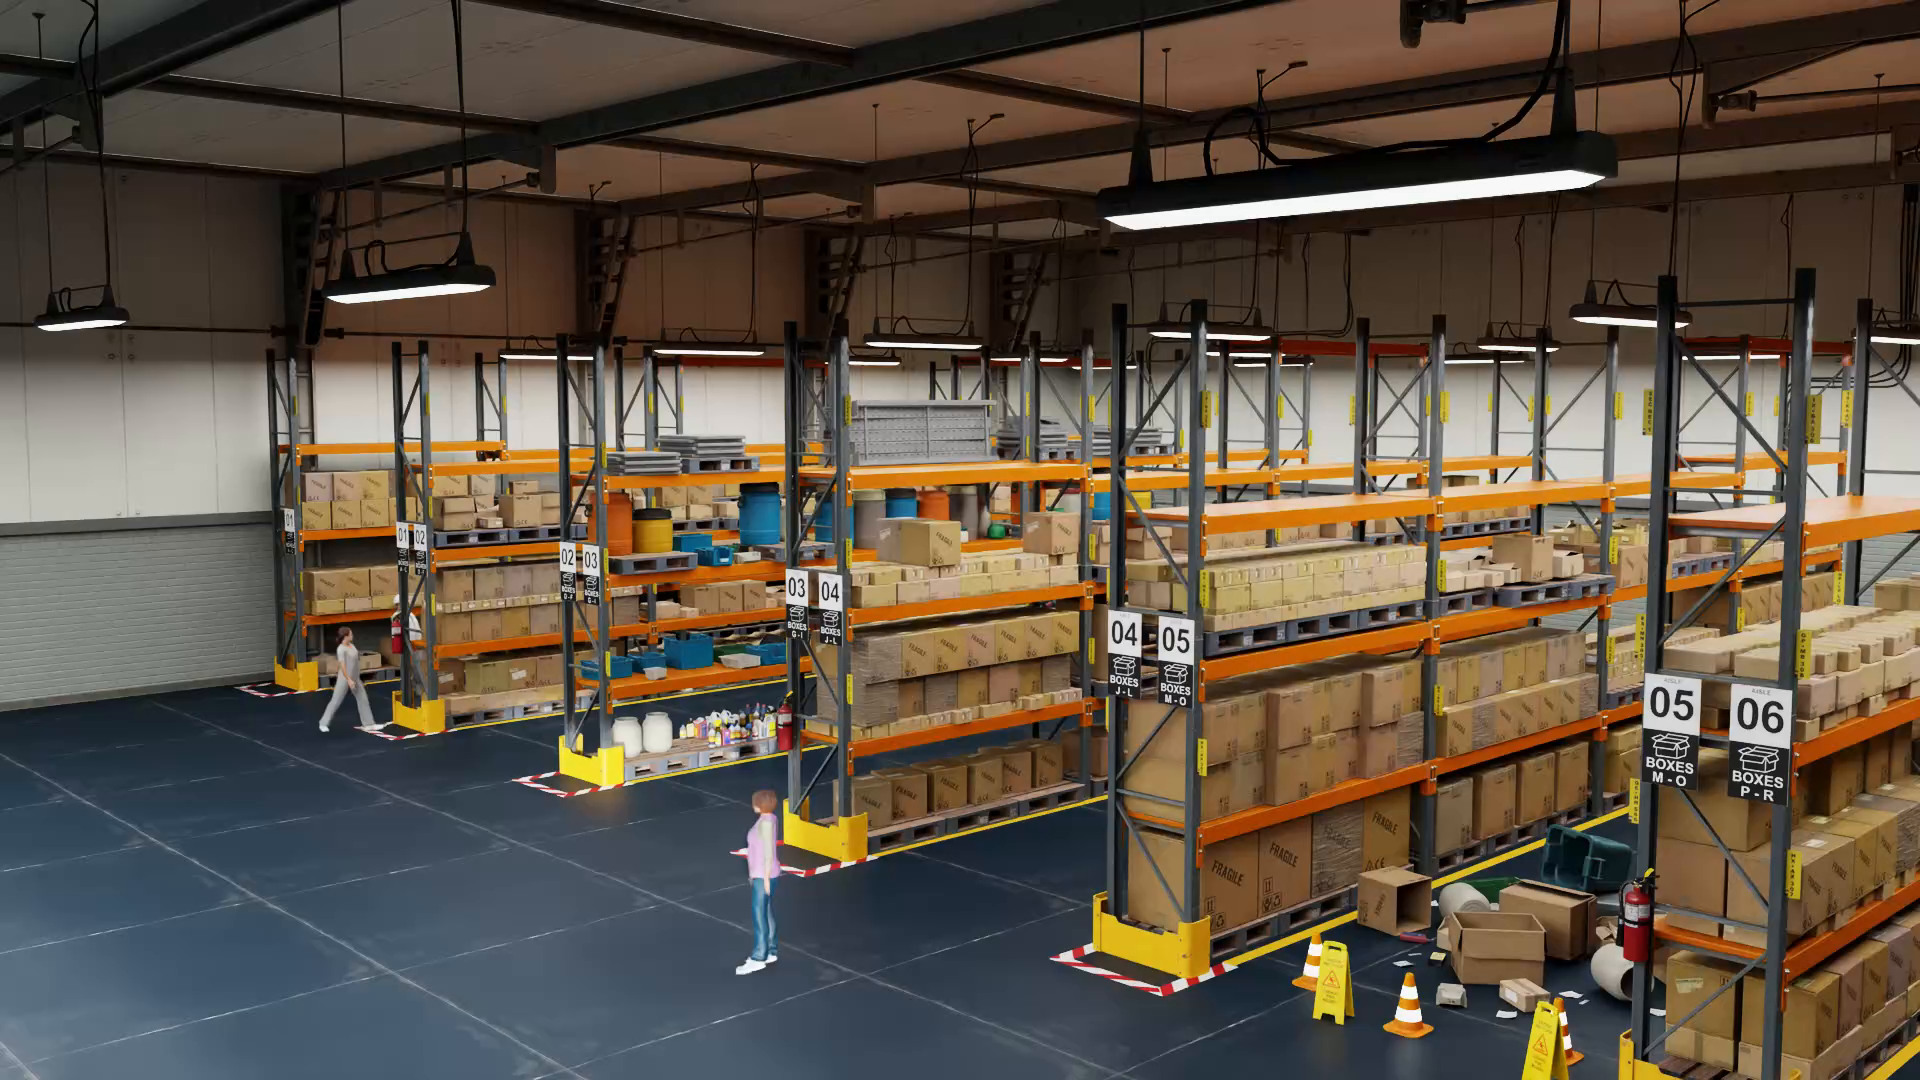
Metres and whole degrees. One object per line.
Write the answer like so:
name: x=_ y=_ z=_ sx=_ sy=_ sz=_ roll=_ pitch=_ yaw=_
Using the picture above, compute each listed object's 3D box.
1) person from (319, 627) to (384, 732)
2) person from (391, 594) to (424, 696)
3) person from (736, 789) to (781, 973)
person: x=-9.394 y=2.141 z=25.534 sx=0.908 sy=1.636 sz=0.564 roll=1 pitch=5 yaw=13
person: x=-9.478 y=1.829 z=28.621 sx=0.541 sy=1.804 sz=0.636 roll=4 pitch=7 yaw=42
person: x=-1.824 y=3.064 z=15.061 sx=0.394 sy=1.610 sz=0.507 roll=0 pitch=5 yaw=-3
